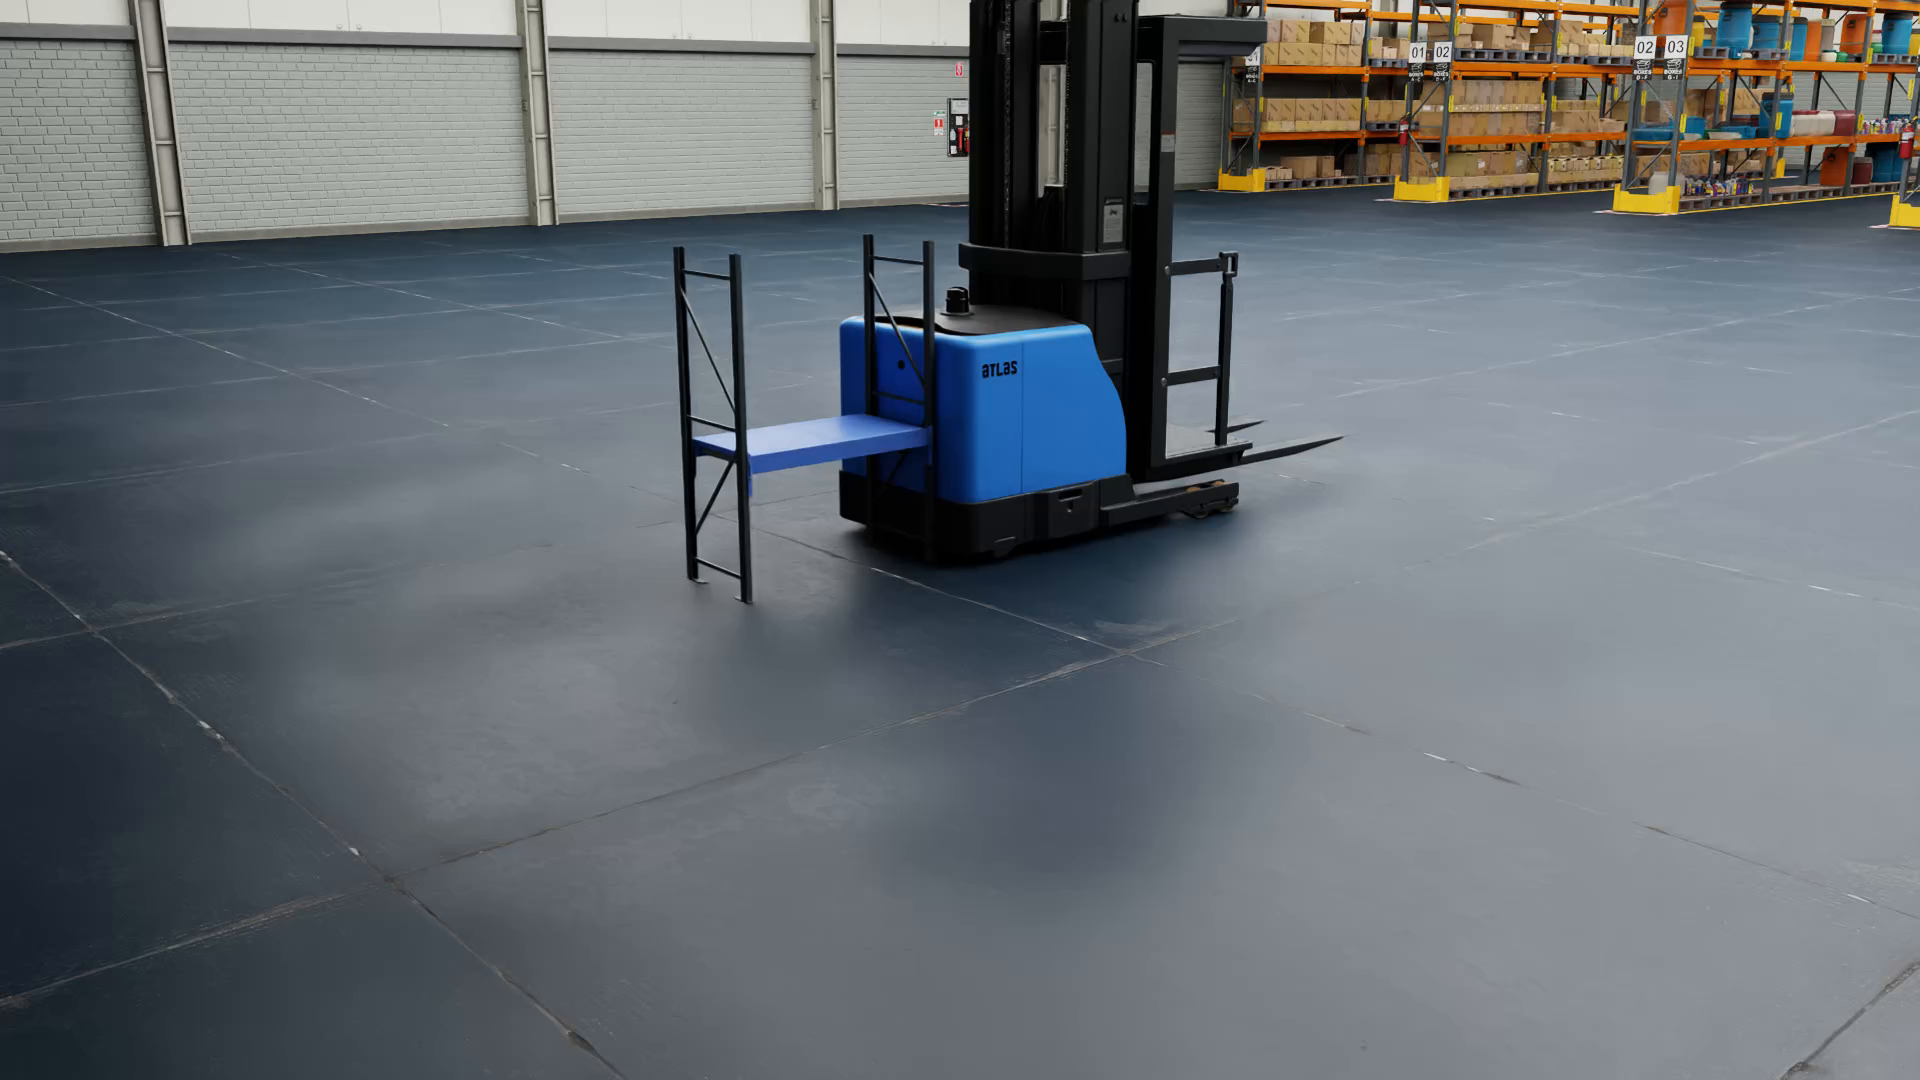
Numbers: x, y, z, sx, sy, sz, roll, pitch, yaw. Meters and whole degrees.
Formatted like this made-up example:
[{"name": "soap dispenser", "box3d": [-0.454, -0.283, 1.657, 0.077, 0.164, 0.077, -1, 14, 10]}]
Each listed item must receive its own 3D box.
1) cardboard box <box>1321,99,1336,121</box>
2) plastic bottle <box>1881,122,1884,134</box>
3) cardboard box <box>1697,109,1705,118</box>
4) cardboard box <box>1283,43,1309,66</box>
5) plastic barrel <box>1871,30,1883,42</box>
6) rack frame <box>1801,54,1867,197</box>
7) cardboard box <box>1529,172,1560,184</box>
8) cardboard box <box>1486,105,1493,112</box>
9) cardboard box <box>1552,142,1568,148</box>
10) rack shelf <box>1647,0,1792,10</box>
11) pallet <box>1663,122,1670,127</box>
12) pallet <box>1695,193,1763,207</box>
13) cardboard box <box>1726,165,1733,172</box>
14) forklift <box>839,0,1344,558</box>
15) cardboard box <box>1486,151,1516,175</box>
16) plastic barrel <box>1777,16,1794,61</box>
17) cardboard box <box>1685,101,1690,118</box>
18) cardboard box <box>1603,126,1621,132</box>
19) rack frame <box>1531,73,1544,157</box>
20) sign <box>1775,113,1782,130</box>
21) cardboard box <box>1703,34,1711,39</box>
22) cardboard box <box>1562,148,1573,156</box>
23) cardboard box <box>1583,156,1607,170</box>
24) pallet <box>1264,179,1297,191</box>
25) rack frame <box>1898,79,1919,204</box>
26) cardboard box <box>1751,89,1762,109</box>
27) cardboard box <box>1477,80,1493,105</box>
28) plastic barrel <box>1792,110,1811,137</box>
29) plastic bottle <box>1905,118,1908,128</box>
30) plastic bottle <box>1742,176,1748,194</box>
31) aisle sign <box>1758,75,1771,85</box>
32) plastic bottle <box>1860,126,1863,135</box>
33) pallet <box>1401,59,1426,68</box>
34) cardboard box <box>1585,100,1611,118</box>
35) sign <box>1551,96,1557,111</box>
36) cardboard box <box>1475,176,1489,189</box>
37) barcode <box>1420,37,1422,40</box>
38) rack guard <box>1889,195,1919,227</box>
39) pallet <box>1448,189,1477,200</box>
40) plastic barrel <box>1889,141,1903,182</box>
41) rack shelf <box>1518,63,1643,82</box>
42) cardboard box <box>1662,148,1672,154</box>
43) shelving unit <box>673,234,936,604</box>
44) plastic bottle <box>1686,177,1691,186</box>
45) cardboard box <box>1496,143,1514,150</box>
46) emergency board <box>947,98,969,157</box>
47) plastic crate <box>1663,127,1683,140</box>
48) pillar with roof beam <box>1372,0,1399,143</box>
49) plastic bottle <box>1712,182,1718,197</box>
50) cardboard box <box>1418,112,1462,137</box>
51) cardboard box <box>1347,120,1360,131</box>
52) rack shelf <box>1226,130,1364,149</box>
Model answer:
[{"name": "cardboard box", "box3d": [8.611, -10.275, 39.703, 0.500, 0.500, 0.500, -13, 20, -41]}, {"name": "plastic bottle", "box3d": [20.561, -9.192, 37.099, 0.097, 0.271, 0.097, 0, 15, 0]}, {"name": "cardboard box", "box3d": [19.023, -10.859, 42.898, 0.500, 0.500, 0.500, -12, 19, -38]}, {"name": "cardboard box", "box3d": [7.741, -11.295, 38.678, 0.500, 0.500, 0.500, -12, 19, -37]}, {"name": "plastic barrel", "box3d": [20.284, -11.081, 37.033, 0.433, 0.535, 0.433, 0, 15, 0]}, {"name": "rack frame", "box3d": [19.045, -9.034, 36.257, 0.127, 3.000, 1.000, -13, 19, -39]}, {"name": "cardboard box", "box3d": [13.246, -8.216, 37.709, 0.500, 0.250, 0.500, -13, 20, -41]}, {"name": "cardboard box", "box3d": [11.169, -9.248, 35.610, 0.250, 0.149, 0.380, -13, 20, -40]}, {"name": "cardboard box", "box3d": [16.963, -11.166, 47.014, 0.250, 0.149, 0.380, -13, 20, -41]}, {"name": "rack shelf", "box3d": [14.519, -10.375, 31.822, 4.000, 0.370, 1.077, -13, 19, -39]}, {"name": "pallet", "box3d": [17.261, -10.236, 41.131, 1.213, 0.211, 1.003, -13, 19, -39]}, {"name": "pallet", "box3d": [15.494, -6.903, 33.685, 1.213, 0.211, 1.003, -13, 19, -39]}, {"name": "cardboard box", "box3d": [19.919, -9.697, 43.380, 0.250, 0.166, 0.380, -13, 19, -39]}, {"name": "forklift", "box3d": [0.850, -1.622, 8.642, 3.031, 2.935, 1.130, -12, 19, -38]}, {"name": "cardboard box", "box3d": [11.813, -8.269, 36.455, 0.500, 0.500, 0.500, -13, 19, -39]}, {"name": "plastic barrel", "box3d": [16.762, -10.287, 34.164, 0.600, 0.901, 0.600, 0, 15, 0]}, {"name": "cardboard box", "box3d": [17.833, -10.762, 41.720, 0.500, 0.500, 0.700, -9, 17, -31]}, {"name": "cardboard box", "box3d": [15.299, -9.671, 39.130, 0.250, 0.149, 0.380, -13, 19, -39]}, {"name": "rack frame", "box3d": [15.559, -11.640, 46.015, 0.127, 3.000, 1.000, -13, 19, -39]}, {"name": "sign", "box3d": [16.381, -8.381, 33.277, 0.005, 0.325, 0.100, -13, 19, -39]}, {"name": "cardboard box", "box3d": [18.386, -12.354, 41.674, 0.600, 0.600, 0.600, 14, 20, 42]}, {"name": "cardboard box", "box3d": [16.961, -10.913, 47.323, 0.500, 0.500, 0.700, -12, 19, -38]}, {"name": "cardboard box", "box3d": [14.793, -8.833, 38.934, 0.500, 0.311, 0.500, -13, 20, -40]}, {"name": "pallet", "box3d": [7.200, -8.404, 39.302, 1.213, 0.211, 1.003, -13, 19, -39]}, {"name": "rack frame", "box3d": [16.262, -6.714, 27.574, 0.127, 3.000, 1.000, -13, 19, -39]}, {"name": "cardboard box", "box3d": [20.520, -11.495, 43.340, 0.500, 0.500, 0.500, -12, 19, -38]}, {"name": "cardboard box", "box3d": [10.935, -9.580, 35.594, 0.500, 0.500, 0.700, -13, 19, -39]}, {"name": "plastic barrel", "box3d": [17.447, -8.665, 34.615, 0.433, 0.535, 0.433, 0, 15, 0]}, {"name": "plastic bottle", "box3d": [21.584, -9.468, 37.979, 0.185, 0.351, 0.144, -13, 19, -39]}, {"name": "plastic bottle", "box3d": [15.731, -7.124, 33.387, 0.185, 0.351, 0.144, -13, 20, -41]}, {"name": "aisle sign", "box3d": [21.690, -12.679, 44.865, 0.004, 0.787, 0.394, -13, 19, -39]}, {"name": "plastic bottle", "box3d": [19.689, -8.996, 36.366, 0.097, 0.271, 0.097, 0, 15, 0]}, {"name": "pallet", "box3d": [10.840, -11.903, 41.552, 1.003, 0.211, 1.213, -13, 19, -39]}, {"name": "cardboard box", "box3d": [18.199, -12.374, 48.182, 0.700, 0.700, 0.980, -12, 19, -37]}, {"name": "sign", "box3d": [13.144, -9.670, 36.807, 0.005, 0.325, 0.100, -13, 19, -39]}, {"name": "cardboard box", "box3d": [11.064, -7.735, 35.911, 0.500, 0.250, 0.500, -13, 19, -39]}, {"name": "barcode", "box3d": [9.672, -10.518, 34.877, 0.075, 0.075, 0.001, -13, 19, -39]}, {"name": "rack guard", "box3d": [16.319, -5.519, 27.944, 0.348, 0.500, 1.175, -13, 19, -39]}, {"name": "pallet", "box3d": [10.311, -7.434, 35.671, 1.213, 0.211, 1.003, -13, 19, -39]}, {"name": "plastic barrel", "box3d": [21.641, -8.812, 38.678, 0.708, 0.901, 0.600, -13, 19, -39]}, {"name": "rack shelf", "box3d": [14.288, -10.761, 38.307, 4.000, 0.370, 1.077, -13, 19, -39]}, {"name": "cardboard box", "box3d": [17.535, -9.839, 41.812, 0.500, 0.250, 0.500, -13, 19, -39]}, {"name": "shelving unit", "box3d": [-0.678, -0.581, 7.519, 1.048, 1.500, 0.538, -12, 19, -38]}, {"name": "plastic bottle", "box3d": [14.543, -7.097, 33.289, 0.185, 0.351, 0.144, -12, 19, -37]}, {"name": "cardboard box", "box3d": [14.486, -10.518, 45.165, 0.750, 0.750, 0.750, -12, 19, -38]}, {"name": "emergency board", "box3d": [0.052, -8.466, 34.134, 0.643, 1.169, 0.194, -13, 19, -39]}, {"name": "plastic crate", "box3d": [13.685, -7.859, 32.146, 0.408, 0.251, 0.499, -13, 19, -39]}, {"name": "pillar with roof beam", "box3d": [13.819, -12.971, 39.372, 0.400, 9.000, 9.100, -13, 19, -39]}, {"name": "plastic bottle", "box3d": [14.765, -6.860, 32.530, 0.133, 0.283, 0.061, -12, 19, -38]}, {"name": "cardboard box", "box3d": [10.122, -8.768, 35.070, 0.500, 0.500, 0.700, -13, 19, -39]}, {"name": "cardboard box", "box3d": [9.366, -10.083, 40.436, 0.500, 0.250, 0.500, -13, 19, -39]}, {"name": "rack shelf", "box3d": [8.016, -9.598, 39.765, 4.000, 0.370, 1.077, -13, 19, -39]}]
